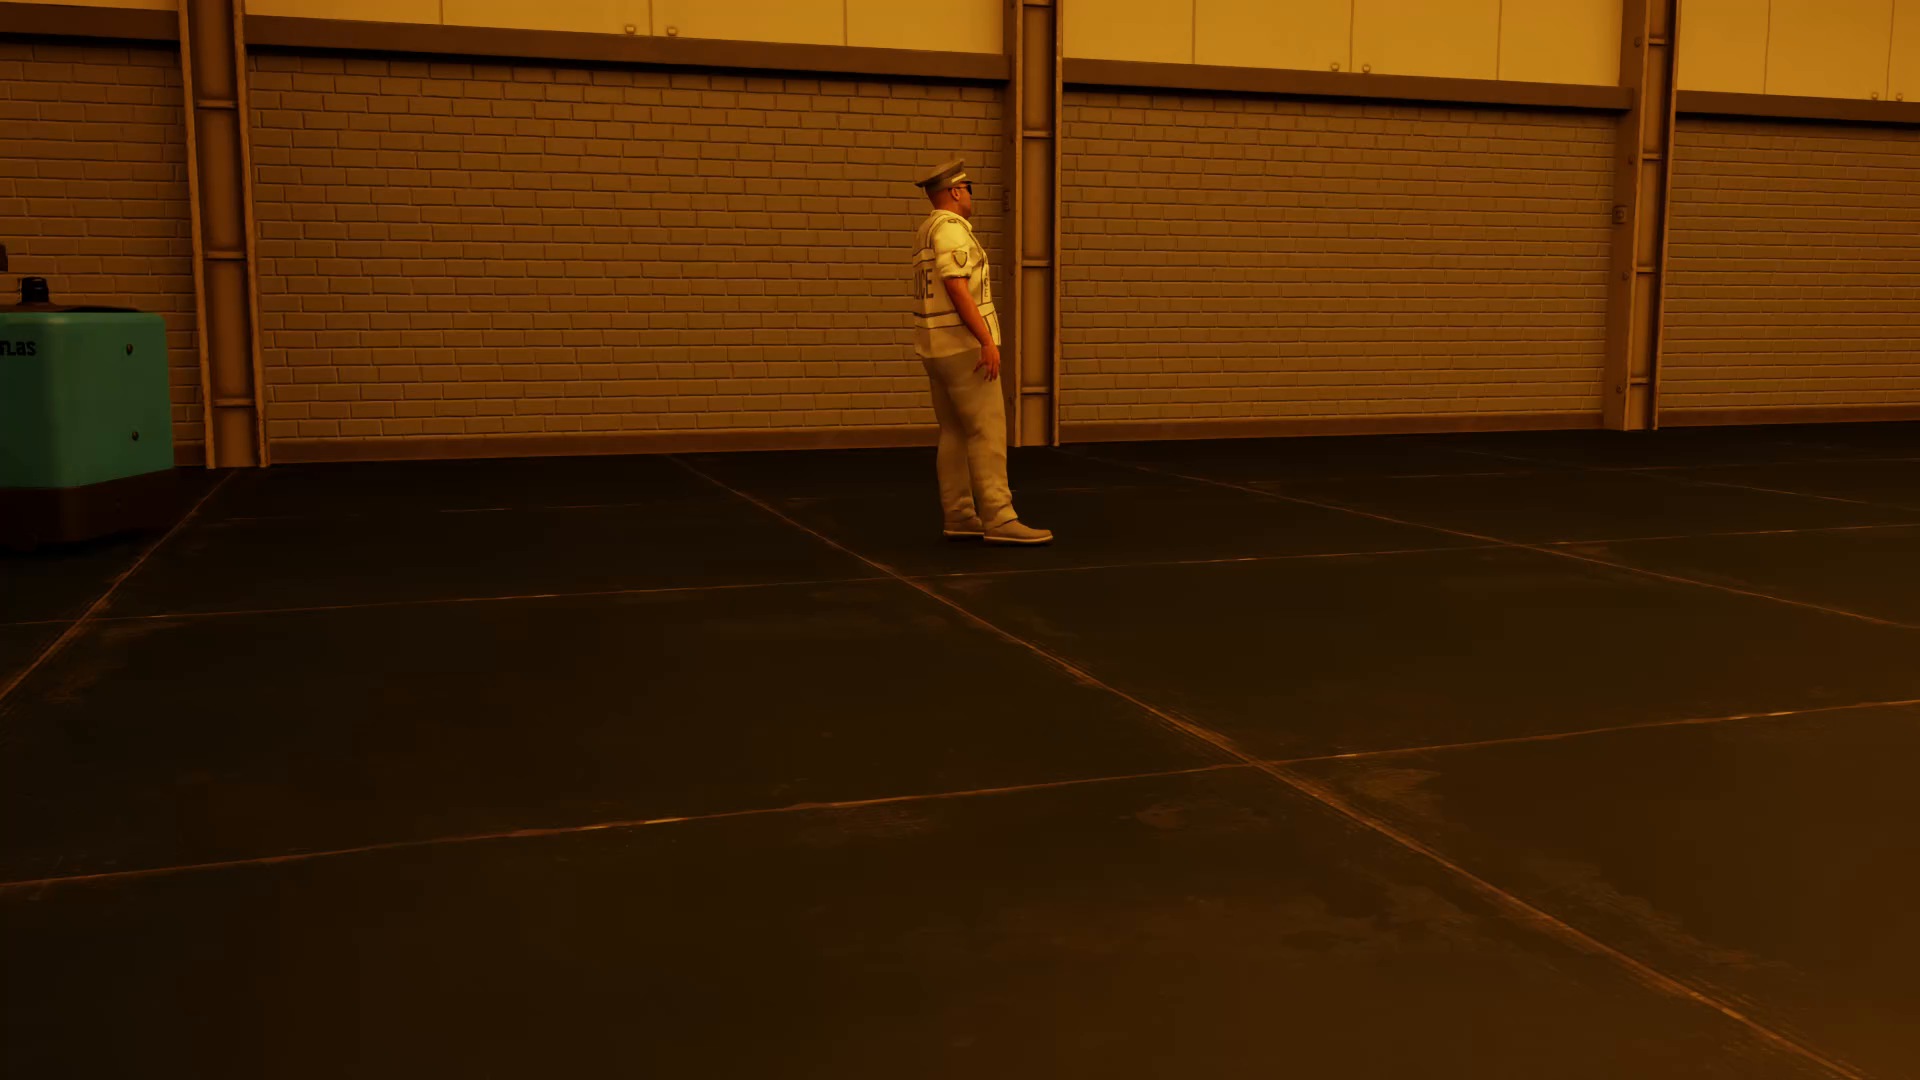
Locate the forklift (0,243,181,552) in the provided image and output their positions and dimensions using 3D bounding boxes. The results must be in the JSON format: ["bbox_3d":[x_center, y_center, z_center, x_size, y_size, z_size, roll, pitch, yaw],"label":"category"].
[{"bbox_3d":[-5.386,-1.442,7.647,3.031,2.935,1.130,0,8,1],"label":"forklift"}]

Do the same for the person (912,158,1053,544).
[{"bbox_3d":[0.077,-0.892,7.816,0.575,1.781,0.640,-3,8,-18],"label":"person"}]
